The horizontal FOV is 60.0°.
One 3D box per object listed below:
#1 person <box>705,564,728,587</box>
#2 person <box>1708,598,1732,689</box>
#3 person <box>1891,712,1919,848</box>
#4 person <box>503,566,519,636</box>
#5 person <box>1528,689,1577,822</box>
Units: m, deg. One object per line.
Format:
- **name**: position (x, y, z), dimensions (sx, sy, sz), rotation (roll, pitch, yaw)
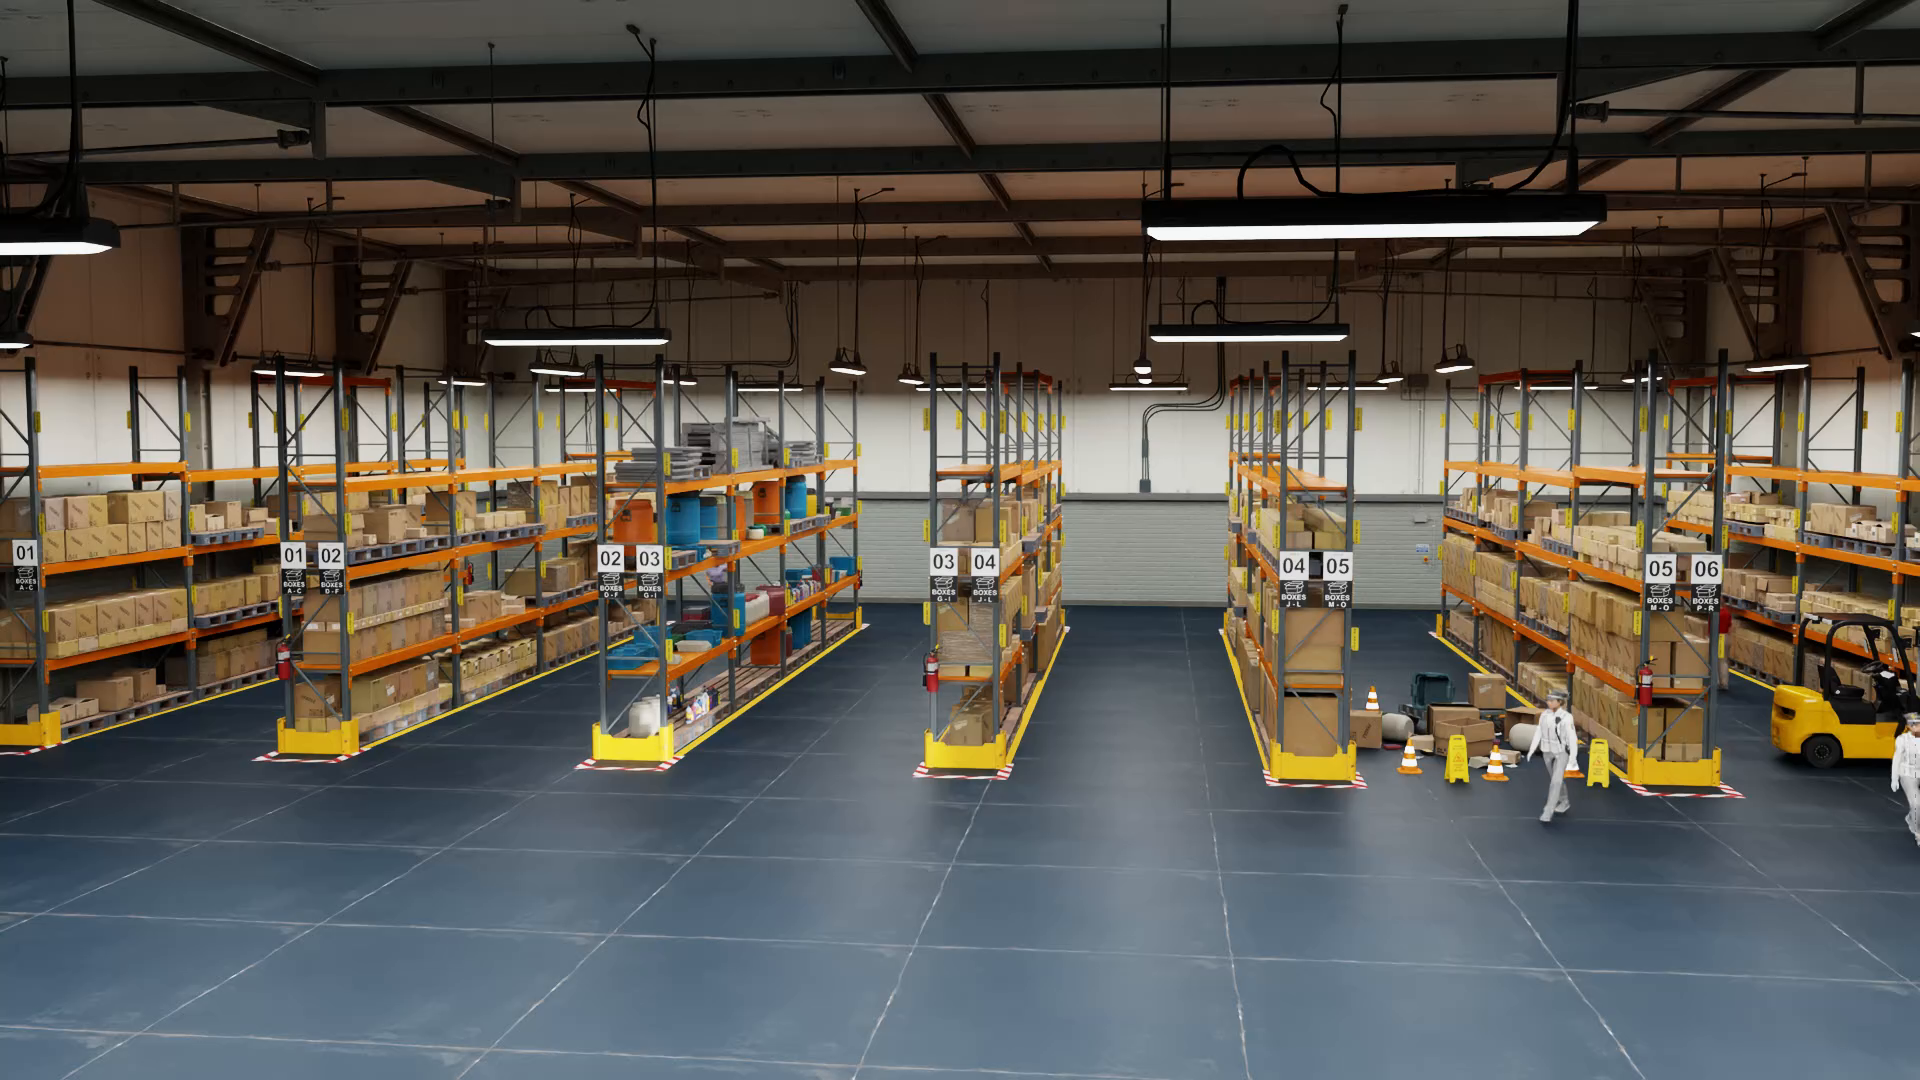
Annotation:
- **person**: position (-6.234, 1.188, 42.941), dimensions (0.597, 1.560, 0.749), rotation (1, 4, 16)
- **person**: position (14.211, 1.956, 31.157), dimensions (0.576, 1.766, 0.404), rotation (-2, 5, -29)
- **person**: position (11.402, 2.816, 19.813), dimensions (0.474, 1.542, 0.976), rotation (1, 4, 13)
- **person**: position (-10.438, 1.416, 39.089), dimensions (0.534, 1.605, 1.064), rotation (1, 4, 7)
- **person**: position (7.467, 2.679, 20.954), dimensions (1.020, 1.621, 0.548), rotation (-4, 5, -41)
